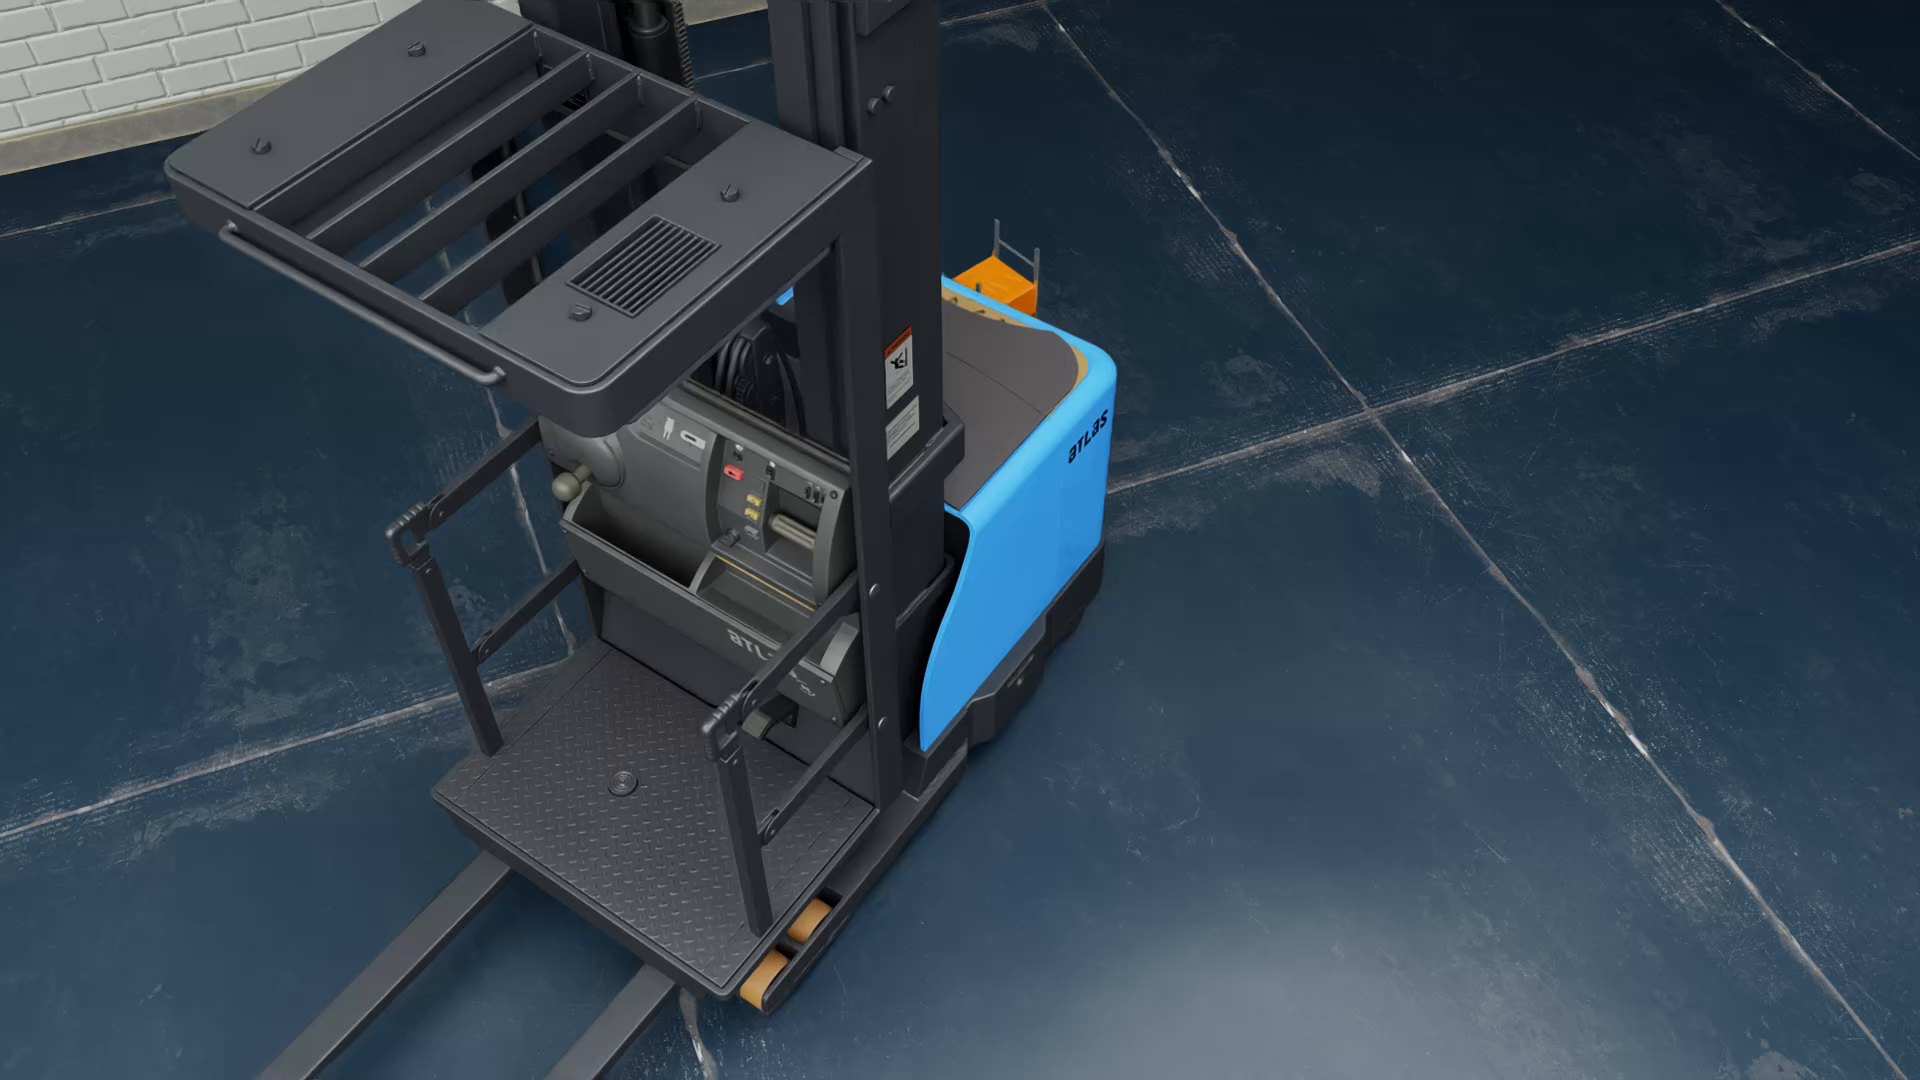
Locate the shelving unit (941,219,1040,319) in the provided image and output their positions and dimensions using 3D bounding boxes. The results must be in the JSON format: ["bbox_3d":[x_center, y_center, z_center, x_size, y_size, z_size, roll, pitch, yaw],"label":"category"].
[{"bbox_3d":[0.086,-0.549,5.529,0.252,1.050,0.215,-34,57,-26],"label":"shelving unit"}]

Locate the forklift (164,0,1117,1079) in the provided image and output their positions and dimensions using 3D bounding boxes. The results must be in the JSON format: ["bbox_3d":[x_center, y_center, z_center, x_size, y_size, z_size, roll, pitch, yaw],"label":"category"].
[{"bbox_3d":[-0.780,-0.076,3.883,1.130,2.935,3.031,28,55,22],"label":"forklift"}]

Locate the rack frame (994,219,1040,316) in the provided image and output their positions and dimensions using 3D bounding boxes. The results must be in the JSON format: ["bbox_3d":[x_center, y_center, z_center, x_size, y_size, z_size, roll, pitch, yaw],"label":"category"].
[{"bbox_3d":[0.178,-0.610,5.582,0.008,1.050,0.200,-34,57,-26],"label":"rack frame"}]

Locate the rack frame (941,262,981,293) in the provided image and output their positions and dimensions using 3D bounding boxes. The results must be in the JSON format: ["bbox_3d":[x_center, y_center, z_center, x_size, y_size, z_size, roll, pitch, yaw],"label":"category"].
[{"bbox_3d":[-0.005,-0.487,5.476,0.008,1.050,0.200,-34,57,-26],"label":"rack frame"}]

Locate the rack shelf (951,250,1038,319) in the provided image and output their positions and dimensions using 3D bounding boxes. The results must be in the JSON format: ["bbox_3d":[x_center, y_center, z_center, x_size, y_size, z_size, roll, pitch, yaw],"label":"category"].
[{"bbox_3d":[0.086,-0.727,5.322,0.240,0.259,0.215,-34,57,-26],"label":"rack shelf"}]
